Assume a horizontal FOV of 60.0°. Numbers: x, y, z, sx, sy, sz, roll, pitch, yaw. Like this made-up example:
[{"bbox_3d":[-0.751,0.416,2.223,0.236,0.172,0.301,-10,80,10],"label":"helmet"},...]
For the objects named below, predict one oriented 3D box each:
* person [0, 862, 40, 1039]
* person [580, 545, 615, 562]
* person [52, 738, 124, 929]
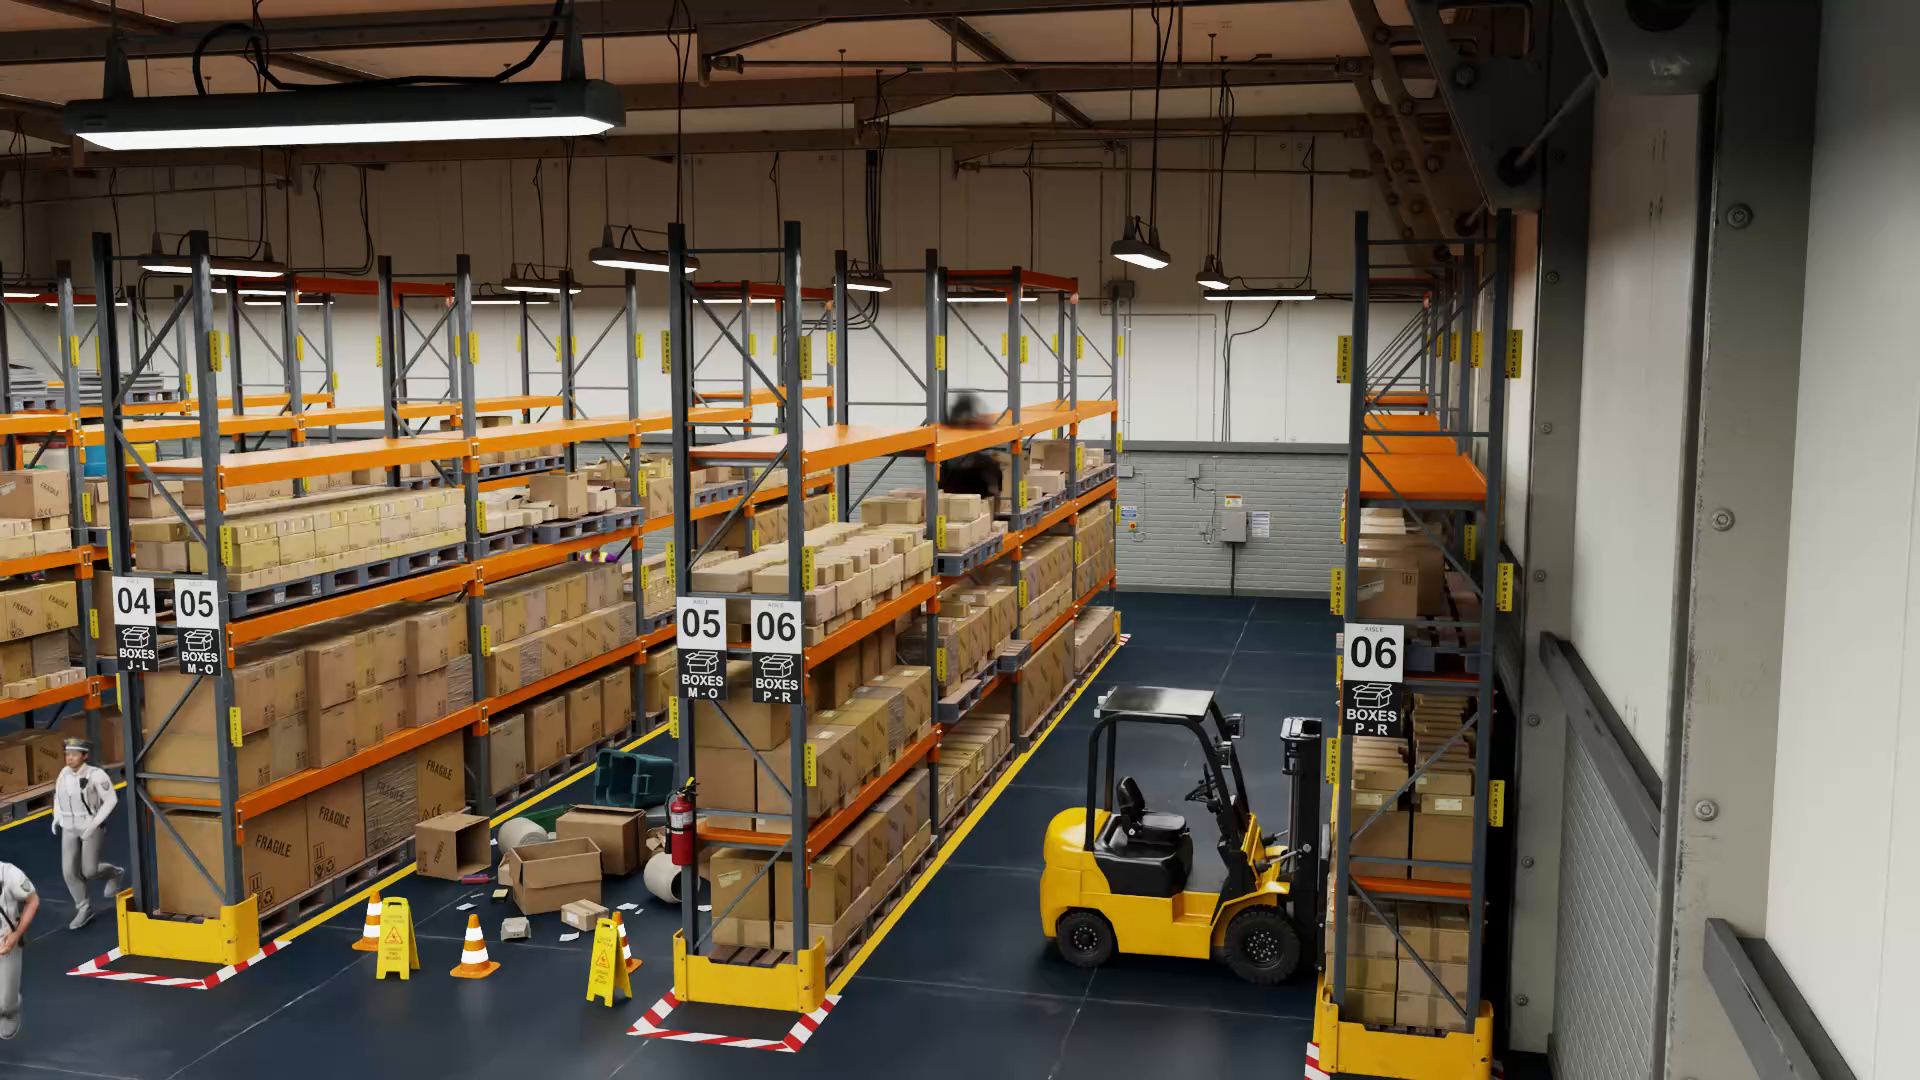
[{"bbox_3d":[-6.846,2.869,11.742,0.657,1.780,0.773,-2,7,-18],"label":"person"},{"bbox_3d":[-6.264,0.815,28.590,0.698,1.724,0.596,1,7,7],"label":"person"},{"bbox_3d":[-7.782,2.552,14.817,0.624,1.678,0.665,1,7,5],"label":"person"}]
